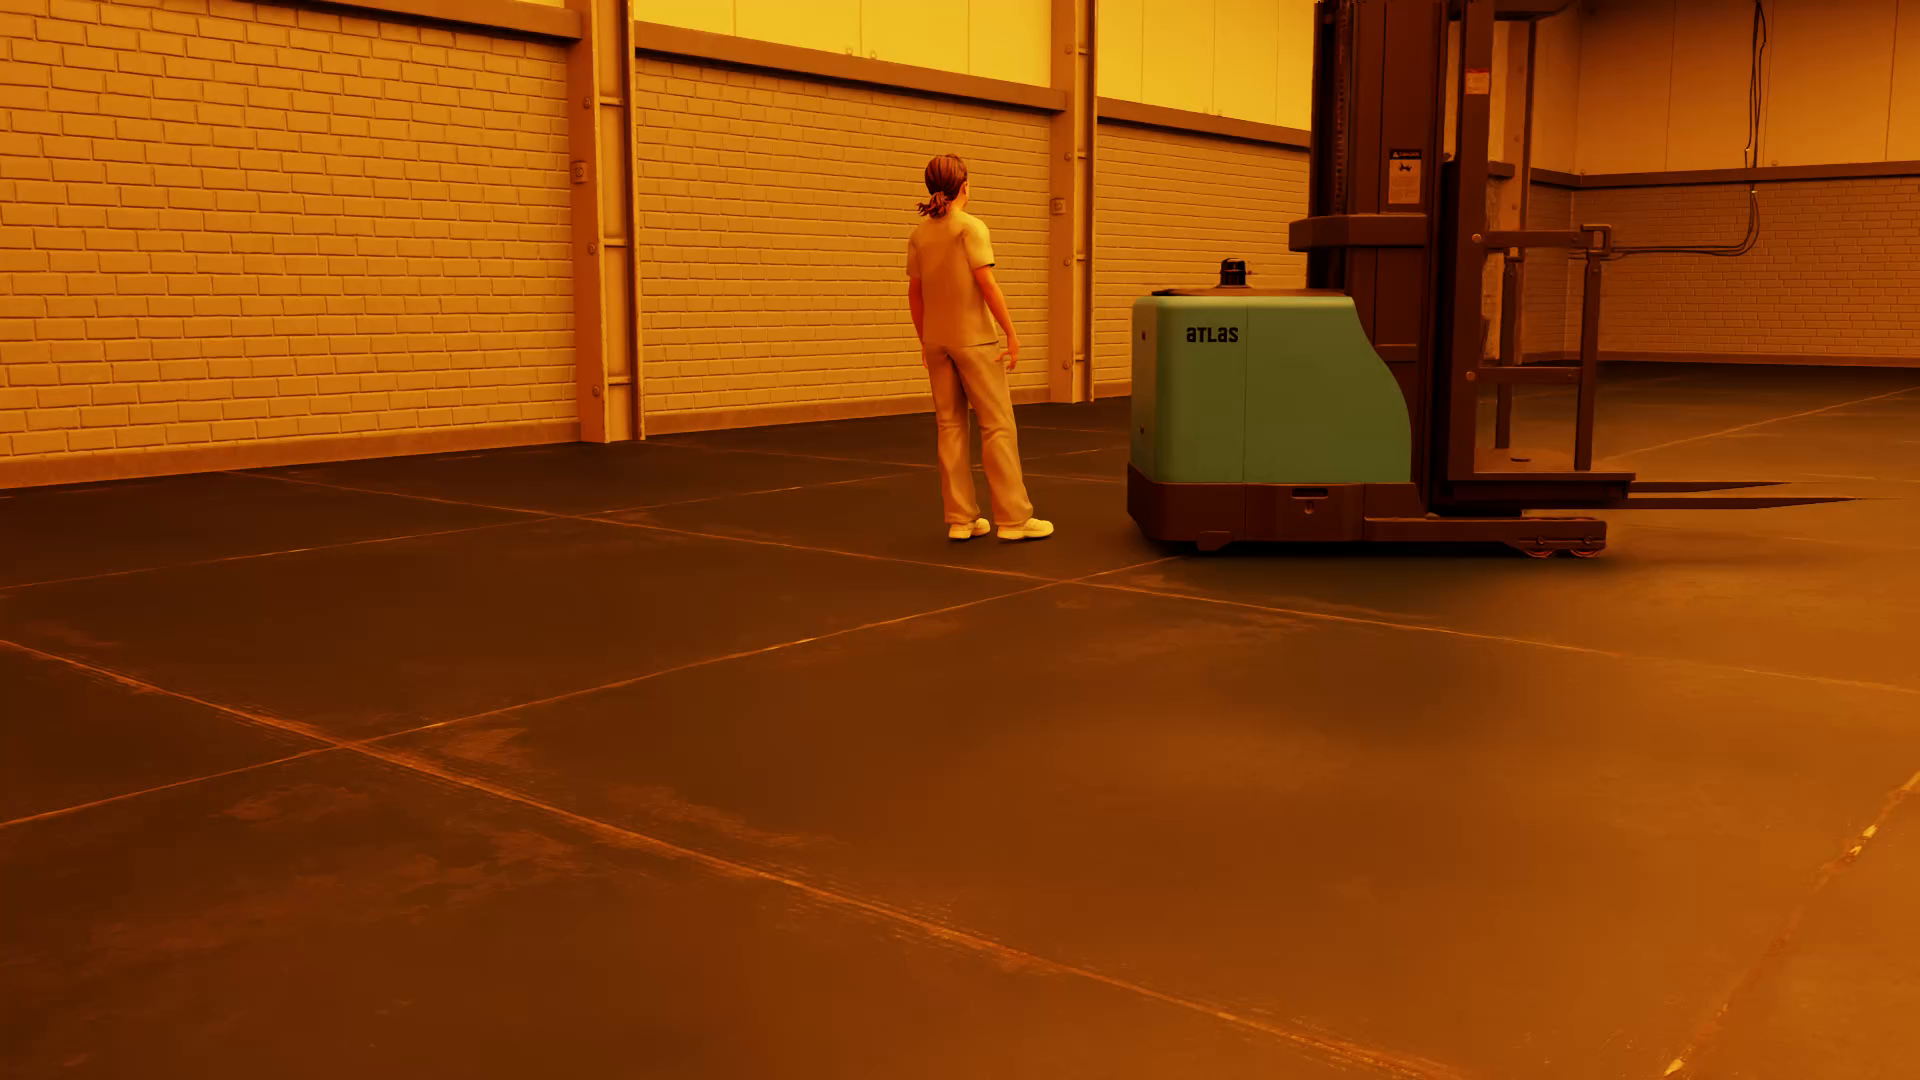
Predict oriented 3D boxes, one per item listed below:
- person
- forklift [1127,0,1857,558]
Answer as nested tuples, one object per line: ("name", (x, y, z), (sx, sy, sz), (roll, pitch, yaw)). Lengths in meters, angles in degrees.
("person", (0.025, -0.749, 7.313), (0.516, 1.362, 0.395), (7, 11, 38))
("forklift", (2.304, -1.453, 7.209), (3.031, 2.935, 1.130), (0, 8, -1))
